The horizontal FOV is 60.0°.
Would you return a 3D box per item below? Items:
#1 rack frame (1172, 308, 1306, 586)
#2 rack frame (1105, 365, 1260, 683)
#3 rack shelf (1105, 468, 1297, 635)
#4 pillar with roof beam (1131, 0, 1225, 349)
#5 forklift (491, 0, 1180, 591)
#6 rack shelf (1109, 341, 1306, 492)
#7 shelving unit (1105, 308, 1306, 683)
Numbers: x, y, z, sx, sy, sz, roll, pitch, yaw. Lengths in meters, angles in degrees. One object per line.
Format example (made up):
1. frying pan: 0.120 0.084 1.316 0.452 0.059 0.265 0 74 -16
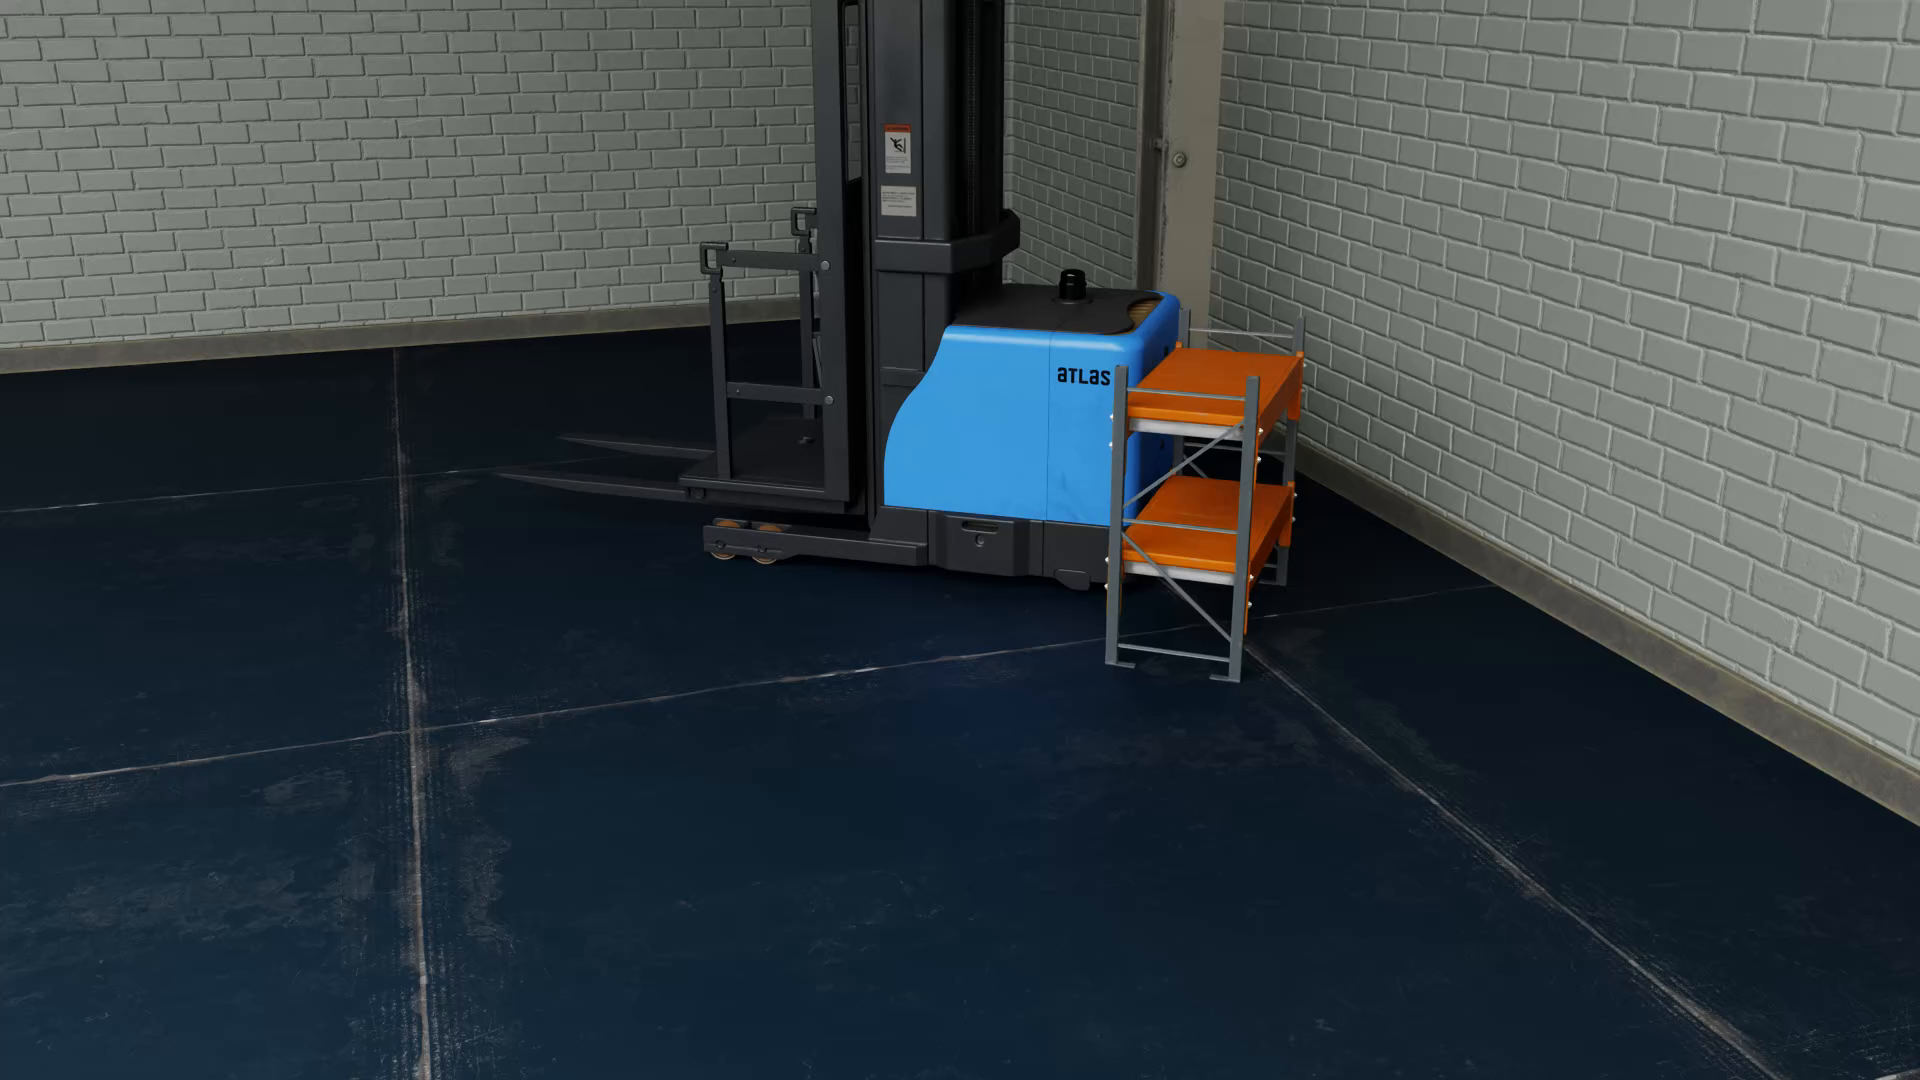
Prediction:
1. rack frame: 1.118 -0.371 6.784 0.500 1.125 0.032 7 21 18
2. rack frame: 0.777 -0.047 5.883 0.500 1.125 0.032 7 21 18
3. rack shelf: 0.947 0.021 6.417 0.538 0.278 1.000 7 21 18
4. pillar with roof beam: -2.910 -4.539 6.742 9.100 9.000 0.400 -6 21 -17
5. forklift: -0.603 -1.440 7.089 3.031 2.935 1.130 6 21 15
6. rack shelf: 0.947 -0.484 6.235 0.538 0.278 1.000 7 21 18
7. shelving unit: 0.947 -0.209 6.334 0.538 1.125 1.048 7 21 18
